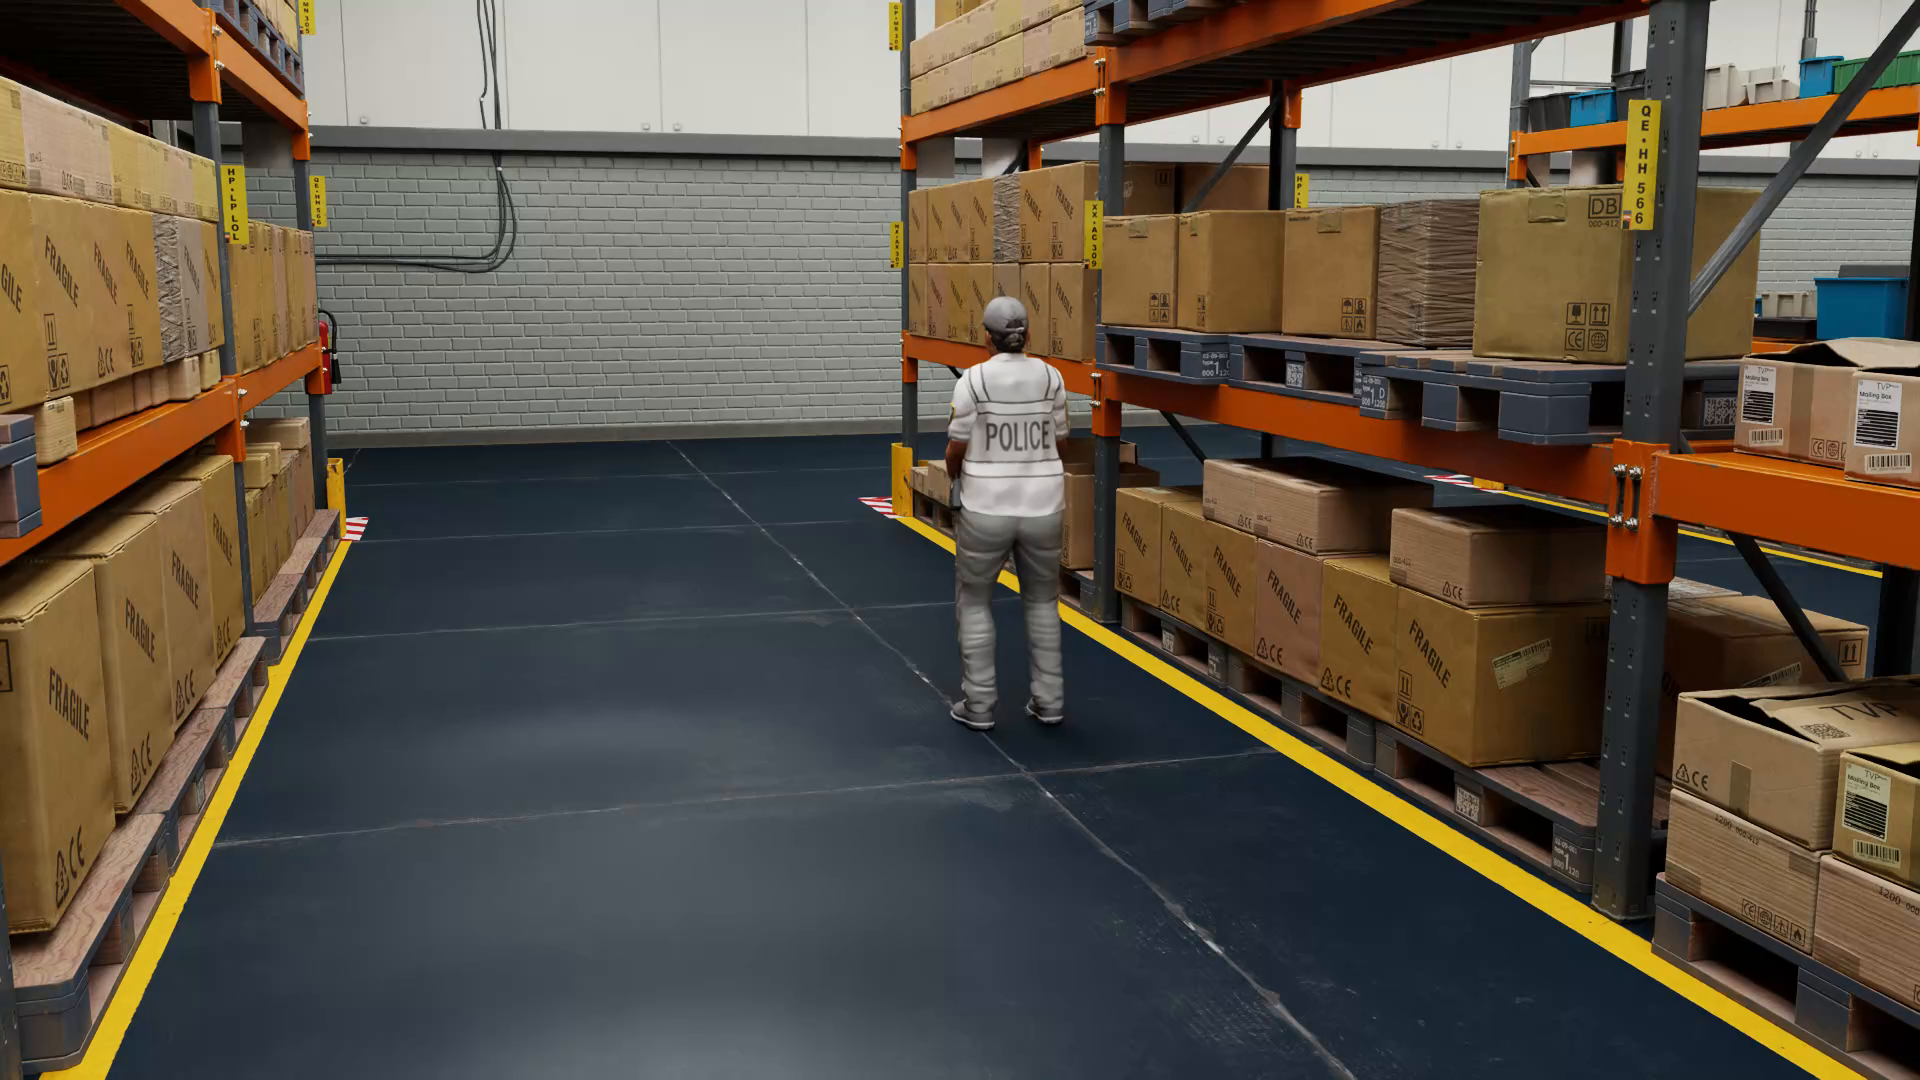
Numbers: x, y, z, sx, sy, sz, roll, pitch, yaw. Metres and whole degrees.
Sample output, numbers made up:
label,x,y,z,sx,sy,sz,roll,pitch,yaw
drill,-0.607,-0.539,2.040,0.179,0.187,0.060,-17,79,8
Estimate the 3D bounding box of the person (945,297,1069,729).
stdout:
label,x,y,z,sx,sy,sz,roll,pitch,yaw
person,0.175,-0.107,6.492,0.493,1.671,0.491,-3,10,-15
